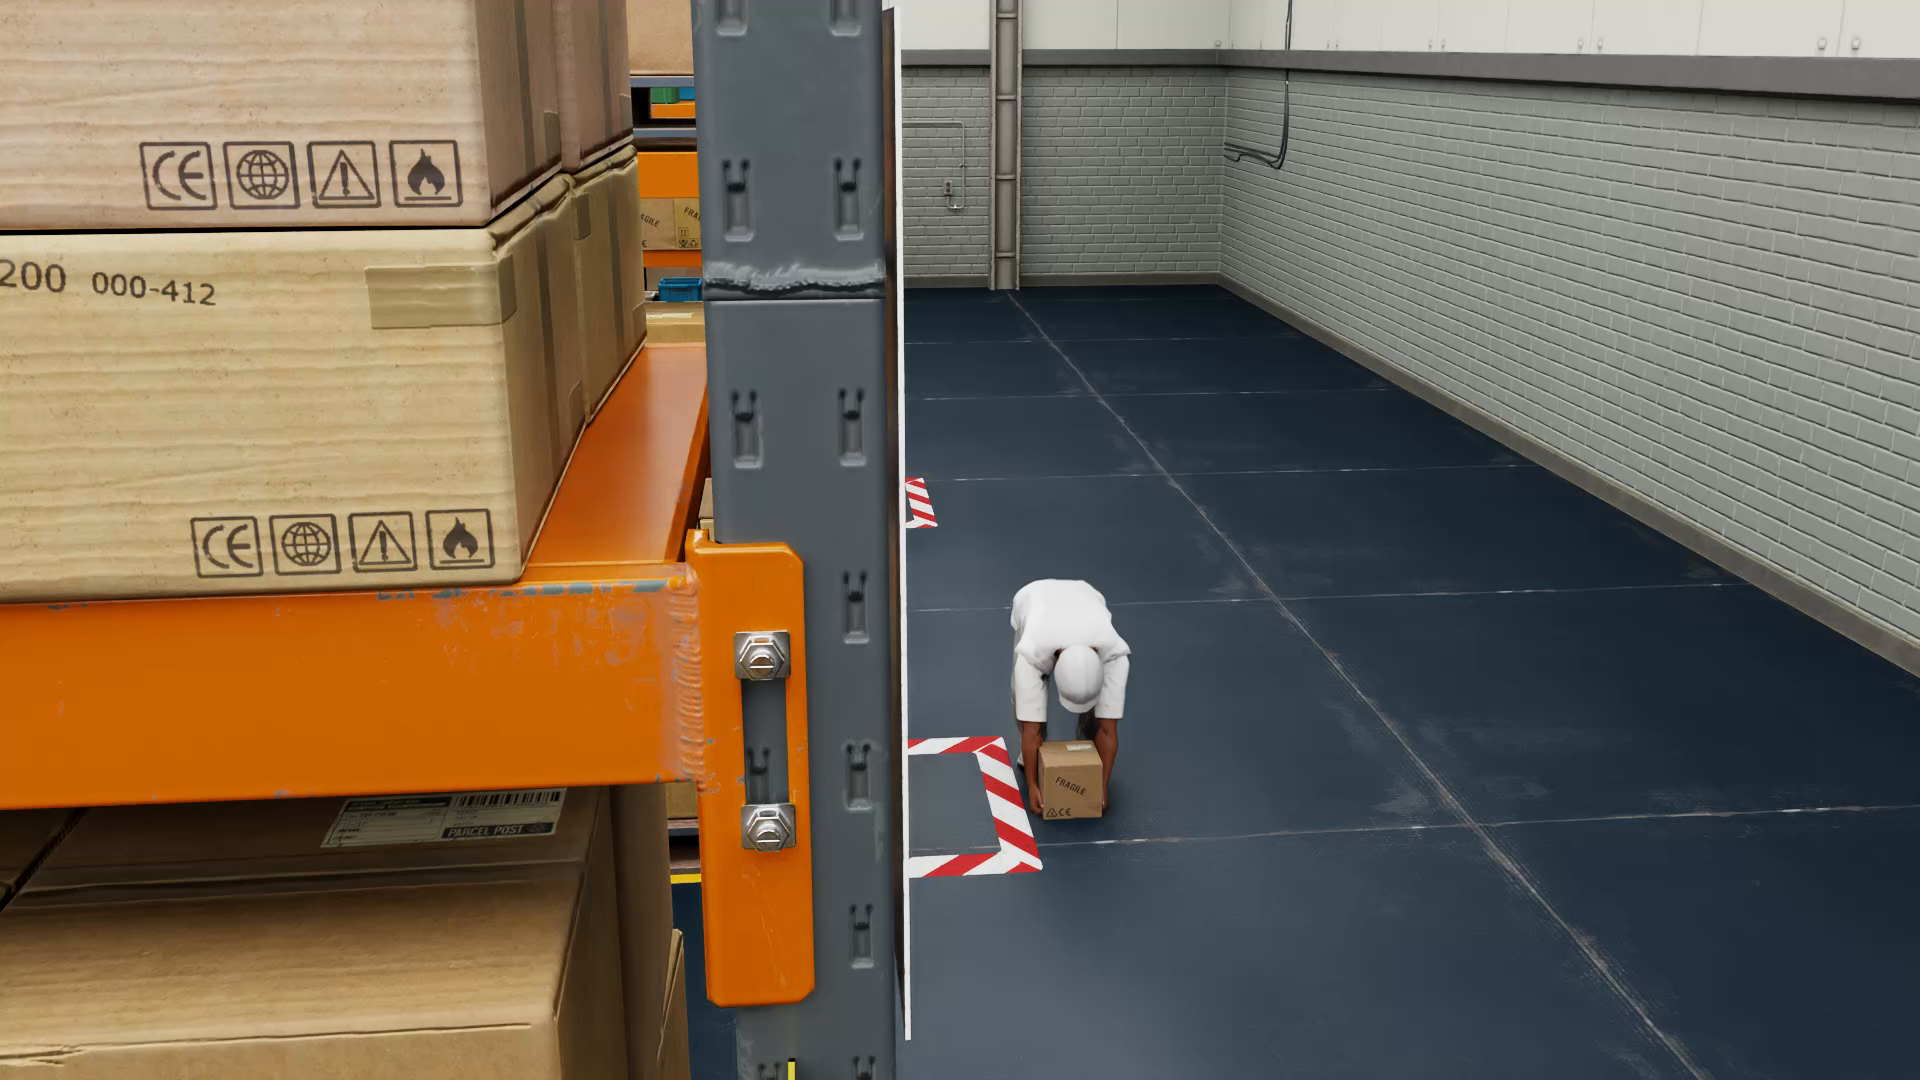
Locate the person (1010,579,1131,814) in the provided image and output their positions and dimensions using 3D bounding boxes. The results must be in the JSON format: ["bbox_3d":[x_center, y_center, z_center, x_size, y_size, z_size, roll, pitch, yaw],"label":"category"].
[{"bbox_3d":[0.481,0.664,7.394,0.513,0.874,0.980,-1,17,-2],"label":"person"}]
